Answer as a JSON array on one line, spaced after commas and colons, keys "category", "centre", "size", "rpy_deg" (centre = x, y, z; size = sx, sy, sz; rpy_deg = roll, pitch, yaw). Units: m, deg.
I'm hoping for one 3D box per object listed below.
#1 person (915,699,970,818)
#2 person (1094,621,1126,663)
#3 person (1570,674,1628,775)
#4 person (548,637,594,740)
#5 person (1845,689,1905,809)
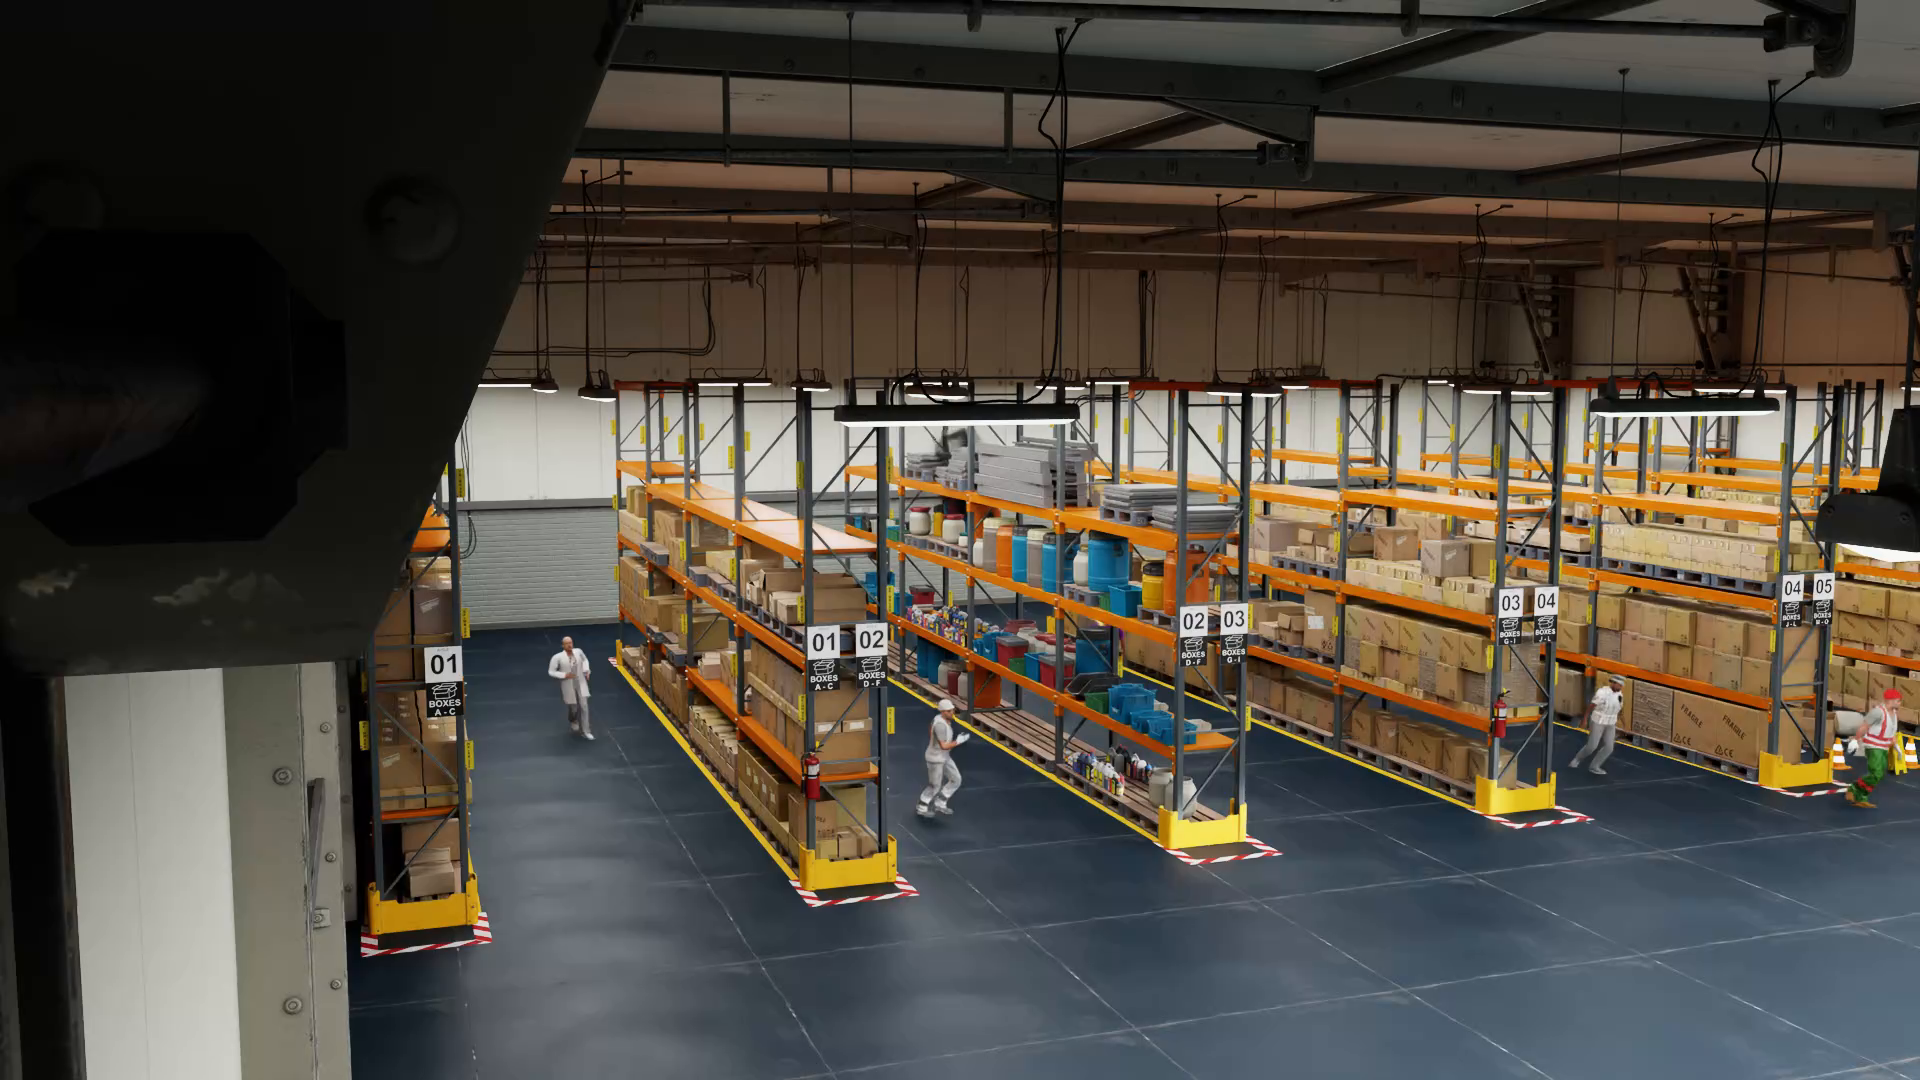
[{"category": "person", "centre": [-0.267, 3.047, 22.975], "size": [0.875, 1.738, 0.598], "rpy_deg": [2, 6, 21]}, {"category": "person", "centre": [2.758, 2.134, 31.533], "size": [0.760, 1.759, 0.767], "rpy_deg": [1, 6, 9]}, {"category": "person", "centre": [9.878, 2.830, 25.658], "size": [0.737, 1.582, 0.641], "rpy_deg": [-2, 6, -18]}, {"category": "person", "centre": [-6.618, 2.493, 28.226], "size": [0.743, 1.733, 0.963], "rpy_deg": [-4, 7, -32]}, {"category": "person", "centre": [13.039, 2.970, 23.695], "size": [0.698, 1.734, 0.615], "rpy_deg": [-4, 7, -35]}]
